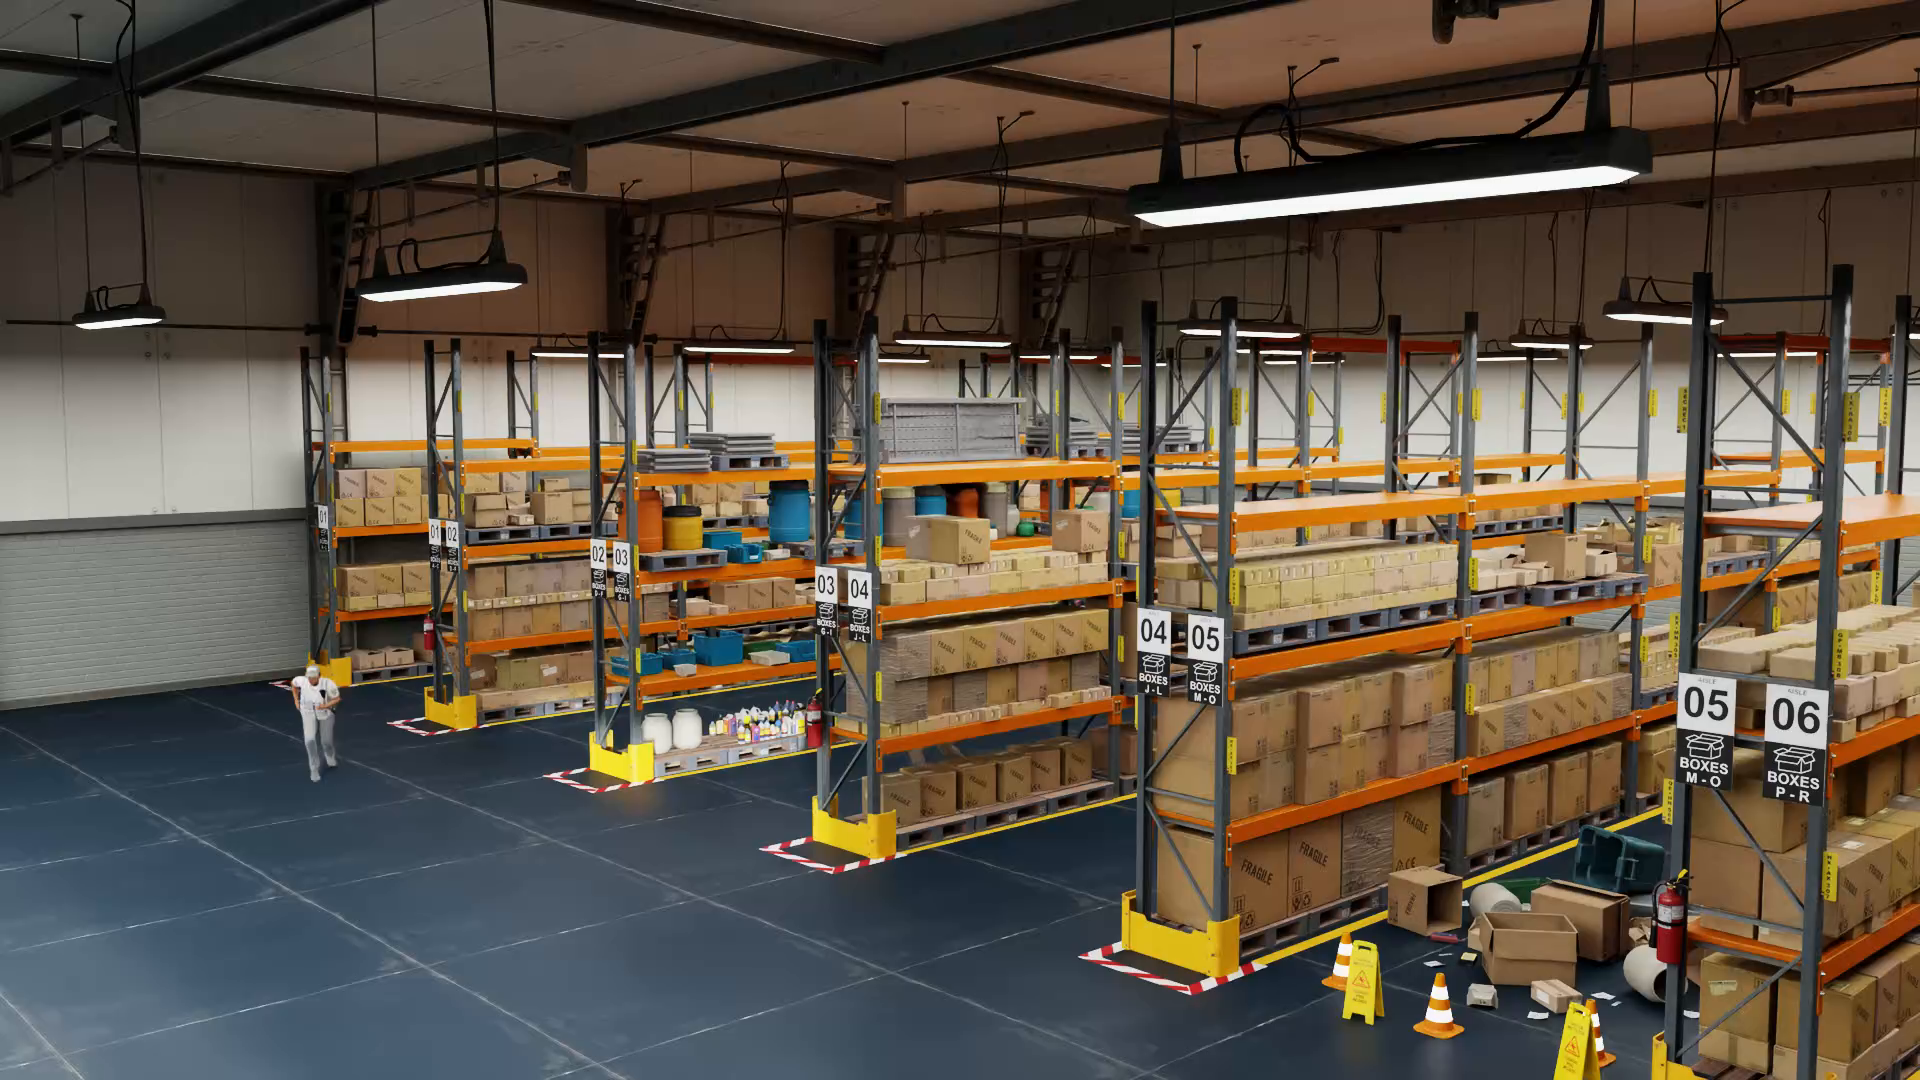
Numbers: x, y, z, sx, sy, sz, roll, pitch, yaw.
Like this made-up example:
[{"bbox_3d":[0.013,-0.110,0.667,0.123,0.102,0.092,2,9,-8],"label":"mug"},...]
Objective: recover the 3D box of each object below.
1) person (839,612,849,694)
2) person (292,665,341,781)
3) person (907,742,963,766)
[{"bbox_3d":[-1.840,1.784,28.860,0.556,1.751,0.847,3,6,34],"label":"person"},{"bbox_3d":[-8.681,2.439,22.495,0.648,1.622,1.018,-1,5,-11],"label":"person"},{"bbox_3d":[-0.317,2.445,21.947,1.093,1.568,0.676,-3,6,-29],"label":"person"}]
